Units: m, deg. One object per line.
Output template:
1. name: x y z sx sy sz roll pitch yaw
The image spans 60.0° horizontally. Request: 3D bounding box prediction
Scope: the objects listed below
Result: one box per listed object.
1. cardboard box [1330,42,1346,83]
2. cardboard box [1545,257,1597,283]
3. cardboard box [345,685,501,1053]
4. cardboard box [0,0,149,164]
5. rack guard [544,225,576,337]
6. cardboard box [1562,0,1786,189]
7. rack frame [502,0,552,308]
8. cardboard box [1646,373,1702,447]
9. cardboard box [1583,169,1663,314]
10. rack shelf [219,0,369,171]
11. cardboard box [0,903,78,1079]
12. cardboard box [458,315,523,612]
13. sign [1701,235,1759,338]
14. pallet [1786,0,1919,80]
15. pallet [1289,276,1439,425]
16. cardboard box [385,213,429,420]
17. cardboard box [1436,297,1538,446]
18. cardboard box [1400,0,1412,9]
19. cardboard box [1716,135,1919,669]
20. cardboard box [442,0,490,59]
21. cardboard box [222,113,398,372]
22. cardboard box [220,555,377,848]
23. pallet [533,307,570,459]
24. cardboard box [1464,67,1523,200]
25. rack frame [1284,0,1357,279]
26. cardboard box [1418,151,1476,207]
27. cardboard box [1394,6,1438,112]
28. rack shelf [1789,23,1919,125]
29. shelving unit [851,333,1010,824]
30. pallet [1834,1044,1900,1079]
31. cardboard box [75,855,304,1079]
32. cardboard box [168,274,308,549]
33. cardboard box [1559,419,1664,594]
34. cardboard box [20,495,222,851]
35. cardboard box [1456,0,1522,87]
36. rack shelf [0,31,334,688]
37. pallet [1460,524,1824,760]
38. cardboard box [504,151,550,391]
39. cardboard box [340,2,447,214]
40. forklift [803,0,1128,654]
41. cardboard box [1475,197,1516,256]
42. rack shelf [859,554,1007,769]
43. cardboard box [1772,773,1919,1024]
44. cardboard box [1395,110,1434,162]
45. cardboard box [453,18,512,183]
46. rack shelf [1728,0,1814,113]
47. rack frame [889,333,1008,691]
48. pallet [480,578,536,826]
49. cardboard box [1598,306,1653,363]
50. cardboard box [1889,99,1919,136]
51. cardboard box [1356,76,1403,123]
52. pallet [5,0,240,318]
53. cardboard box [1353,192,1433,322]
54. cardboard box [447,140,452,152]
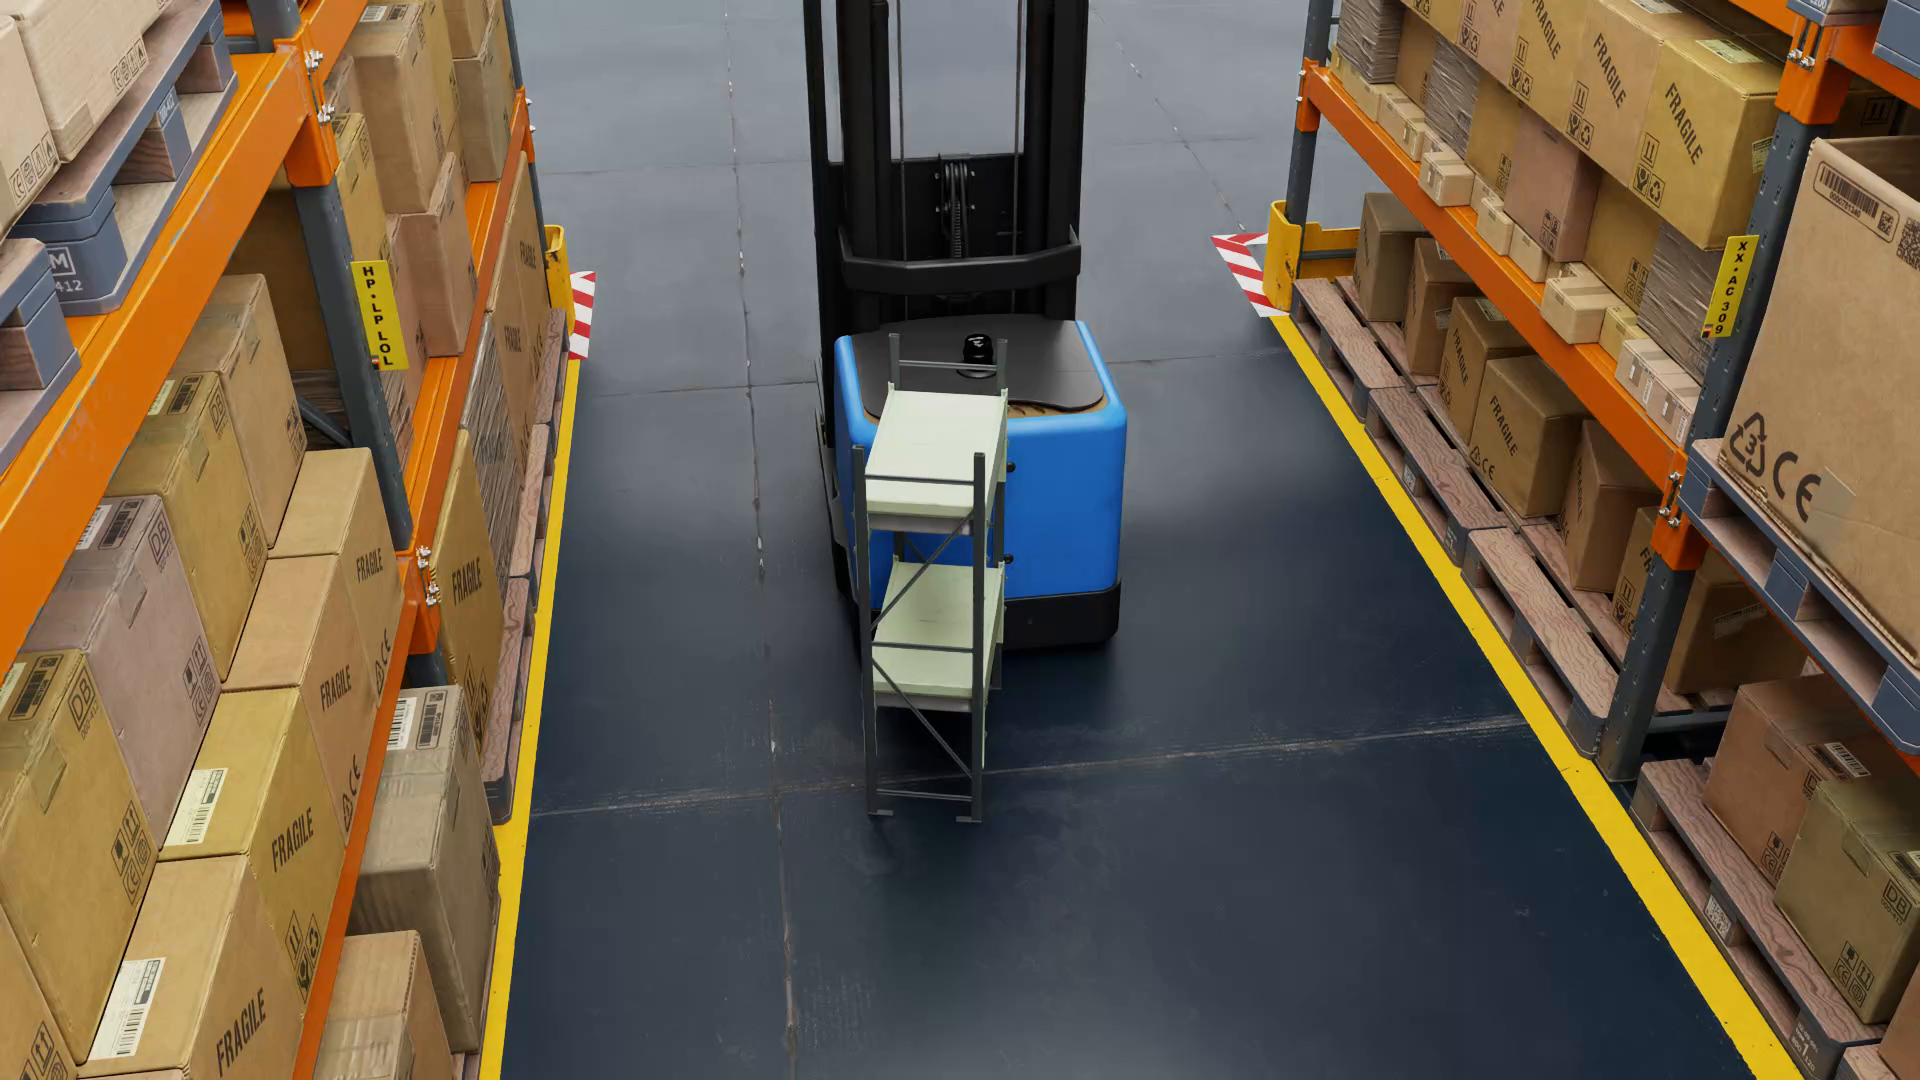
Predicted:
1. cardboard box: 2.078 -2.385 8.309 0.380 0.149 0.250 -4 35 -6
2. cardboard box: 2.448 -0.993 6.266 0.380 0.149 0.250 -4 35 -6
3. cardboard box: -1.942 0.981 4.771 1.050 0.750 0.750 -5 35 -7
4. cardboard box: -1.731 -0.835 2.819 0.500 0.250 0.500 -5 35 -7
5. rack guard: -2.656 -1.327 8.753 1.175 0.500 0.348 -4 35 -6
6. cardboard box: 2.412 -1.520 5.577 0.500 0.500 0.500 -4 35 -6
7. rack frame: -2.653 -2.347 8.030 1.000 3.000 0.127 -4 35 -6
8. cardboard box: 2.493 -0.428 5.437 0.380 0.149 0.250 -4 35 -6
9. cardboard box: 2.782 -1.135 5.900 0.875 0.500 0.500 -4 35 -6
10. rack shelf: -2.384 -2.173 5.750 1.077 0.370 4.000 -4 35 -6
11. cardboard box: -1.768 0.844 2.372 0.700 0.500 0.500 -5 35 -7
12. cardboard box: -2.255 -0.269 6.495 0.875 0.875 0.875 -4 34 -6
13. sign: 2.277 -0.746 4.913 0.100 0.325 0.005 -4 35 -6
14. pallet: 2.791 -1.243 3.914 1.213 0.211 1.003 -4 35 -6
15. pallet: 2.360 -1.015 8.552 1.003 0.211 1.213 -4 35 -6
16. cardboard box: -2.273 -0.687 5.461 0.875 0.550 0.550 -4 35 -6
17. cardboard box: 2.523 -0.775 7.570 0.500 0.500 0.500 -1 34 -2
18. cardboard box: 2.140 -2.636 7.214 0.500 0.500 0.500 -4 35 -6
19. cardboard box: 2.782 -0.401 4.270 1.000 1.000 1.000 -4 34 -6
20. cardboard box: -2.476 -2.345 6.935 0.875 0.550 0.550 -4 35 -6
21. cardboard box: -2.131 -0.831 4.714 0.875 0.550 0.550 -4 35 -6
22. cardboard box: -1.712 0.397 3.915 0.500 0.500 0.500 -5 35 -7
23. pallet: -2.468 -0.754 8.169 1.003 0.211 1.213 -4 35 -6
24. cardboard box: 2.588 -1.689 6.712 0.875 0.500 0.500 -4 35 -6
25. rack frame: 2.275 -2.666 8.498 1.000 3.000 0.127 -4 35 -6
26. cardboard box: 2.183 -1.541 7.070 0.380 0.149 0.250 -4 35 -6
27. cardboard box: 2.508 -2.251 7.537 0.875 0.500 0.500 -4 35 -6
28. rack shelf: 3.082 -0.260 2.943 1.077 0.370 4.000 -4 35 -6
29. shelving unit: -0.082 0.147 5.703 0.431 1.500 0.755 4 34 5
30. pallet: 3.087 1.835 4.370 1.003 0.211 1.213 -4 35 -6
31. cardboard box: -1.573 0.962 3.086 0.500 0.500 0.500 -5 35 -7
32. cardboard box: -2.043 -0.292 4.039 0.700 0.500 0.500 -5 35 -7
33. cardboard box: 2.715 -0.120 6.609 0.500 0.500 0.500 6 35 9
34. cardboard box: -1.904 0.277 3.204 0.700 0.500 0.500 -4 34 -6
35. cardboard box: 2.282 -2.079 6.396 0.500 0.500 0.500 -4 35 -6
36. rack shelf: -1.846 0.059 2.475 1.077 0.370 4.000 -4 35 -6
37. pallet: 2.688 0.346 6.554 1.003 0.211 1.213 -4 35 -6
38. cardboard box: -2.496 -1.269 7.962 0.875 0.875 0.875 -4 34 -6
39. cardboard box: -2.256 -1.441 5.609 0.875 0.550 0.550 -4 35 -6
40. forklift: -0.087 -1.562 6.940 1.130 2.935 3.031 -5 35 -7
41. cardboard box: 2.306 -1.266 6.667 0.380 0.149 0.250 -4 35 -6
42. rack shelf: -0.082 0.416 5.887 0.431 0.370 0.720 4 34 5
43. cardboard box: 2.920 1.029 4.905 0.700 0.500 0.500 -5 35 -7
44. cardboard box: 2.192 -1.825 7.488 0.380 0.149 0.250 -4 35 -6
45. cardboard box: -2.463 -1.900 7.241 0.875 0.550 0.550 -4 35 -6
46. rack shelf: 2.544 -2.492 6.218 1.077 0.370 4.000 -4 35 -6
47. rack frame: -0.040 -0.058 6.004 0.400 1.500 0.023 4 34 5
48. pallet: -2.140 0.608 6.171 1.003 0.211 1.213 -4 35 -6
49. cardboard box: 2.495 -0.712 5.854 0.380 0.149 0.250 -4 35 -6
50. cardboard box: 3.005 -1.282 5.226 0.500 0.500 0.500 -4 35 -6
51. cardboard box: 2.111 -2.103 7.896 0.380 0.149 0.250 -4 35 -6
52. pallet: -1.943 -0.767 3.218 0.805 0.209 1.217 -6 35 -8
53. cardboard box: 2.343 -1.457 8.571 0.500 0.500 0.500 2 34 2
54. cardboard box: -2.400 -1.285 6.339 0.875 0.550 0.500 -4 35 -6
